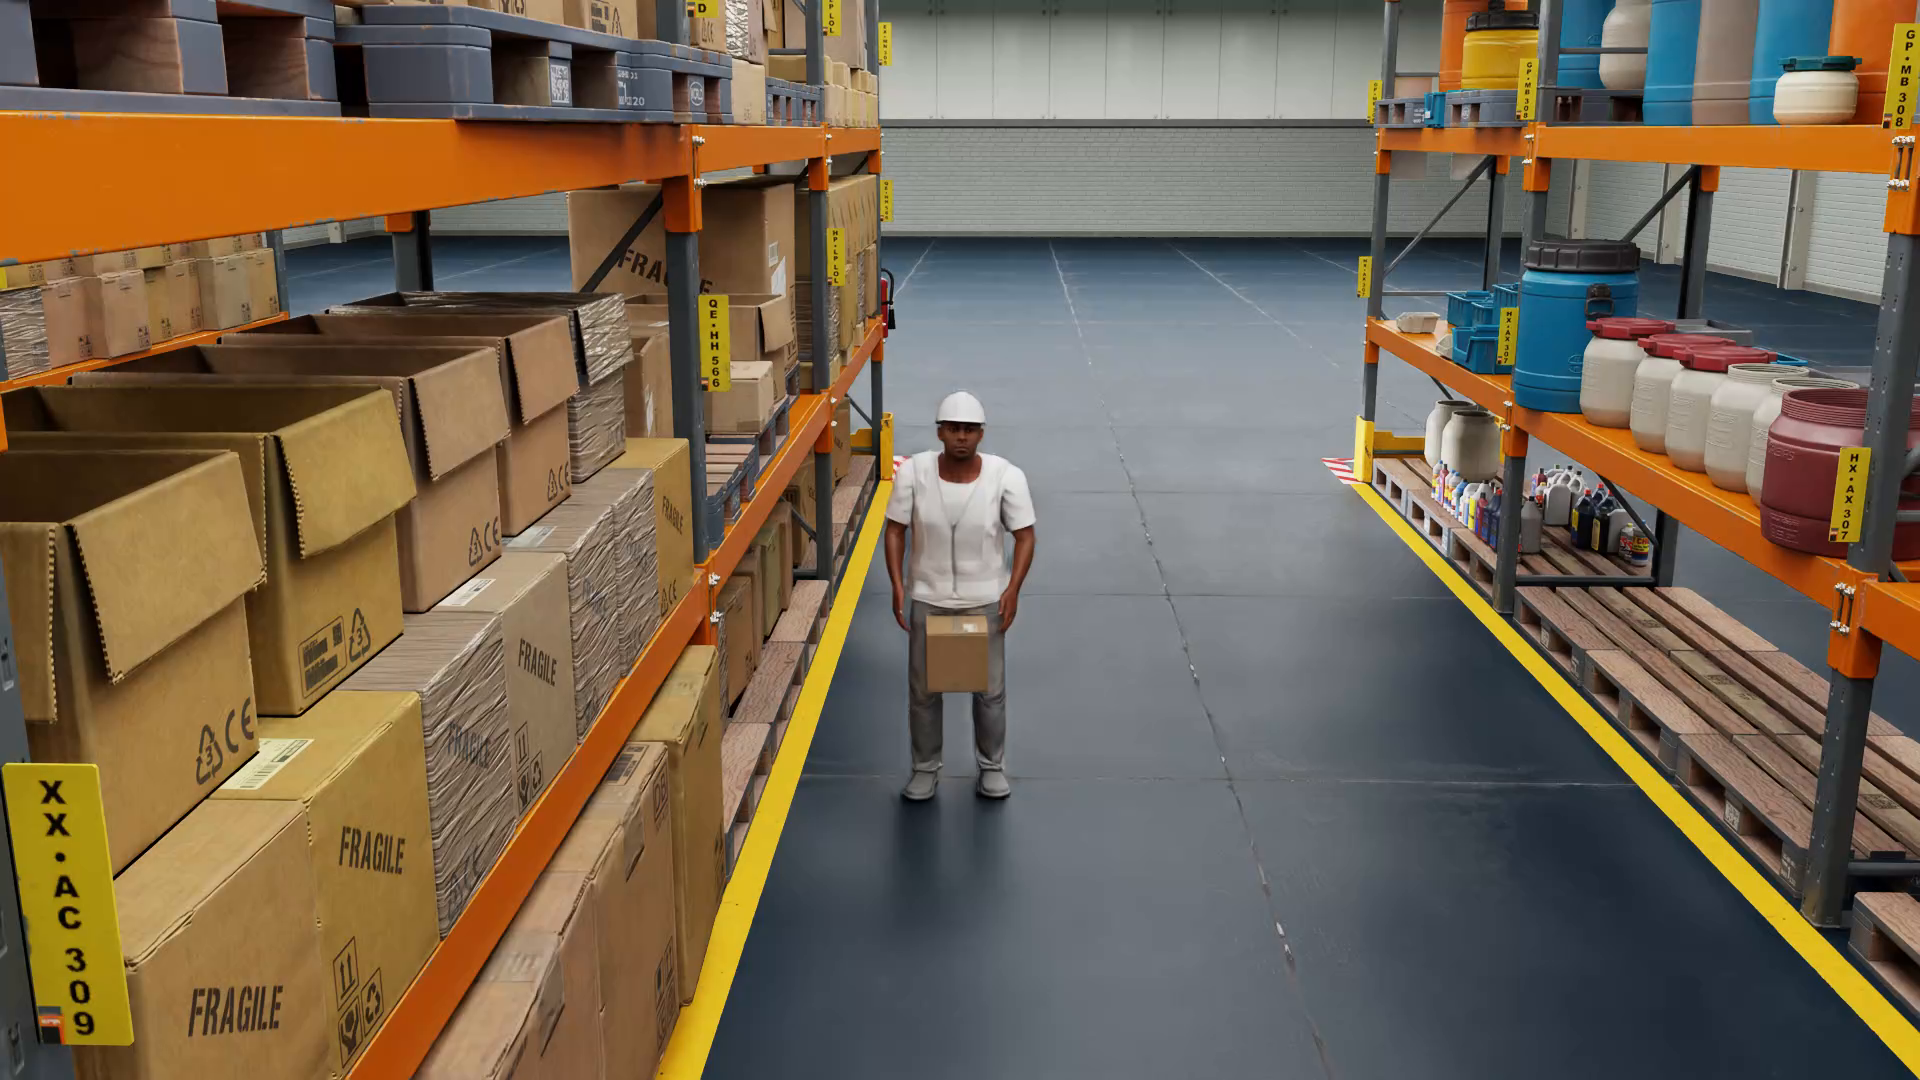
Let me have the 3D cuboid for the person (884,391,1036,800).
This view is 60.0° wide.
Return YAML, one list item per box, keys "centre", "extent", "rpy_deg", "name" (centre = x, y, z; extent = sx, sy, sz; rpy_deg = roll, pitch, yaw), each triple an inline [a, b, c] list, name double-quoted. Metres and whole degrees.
- centre: [-0.001, 0.244, 6.978]
  extent: [0.636, 1.756, 0.434]
  rpy_deg: [0, 14, 2]
  name: "person"
